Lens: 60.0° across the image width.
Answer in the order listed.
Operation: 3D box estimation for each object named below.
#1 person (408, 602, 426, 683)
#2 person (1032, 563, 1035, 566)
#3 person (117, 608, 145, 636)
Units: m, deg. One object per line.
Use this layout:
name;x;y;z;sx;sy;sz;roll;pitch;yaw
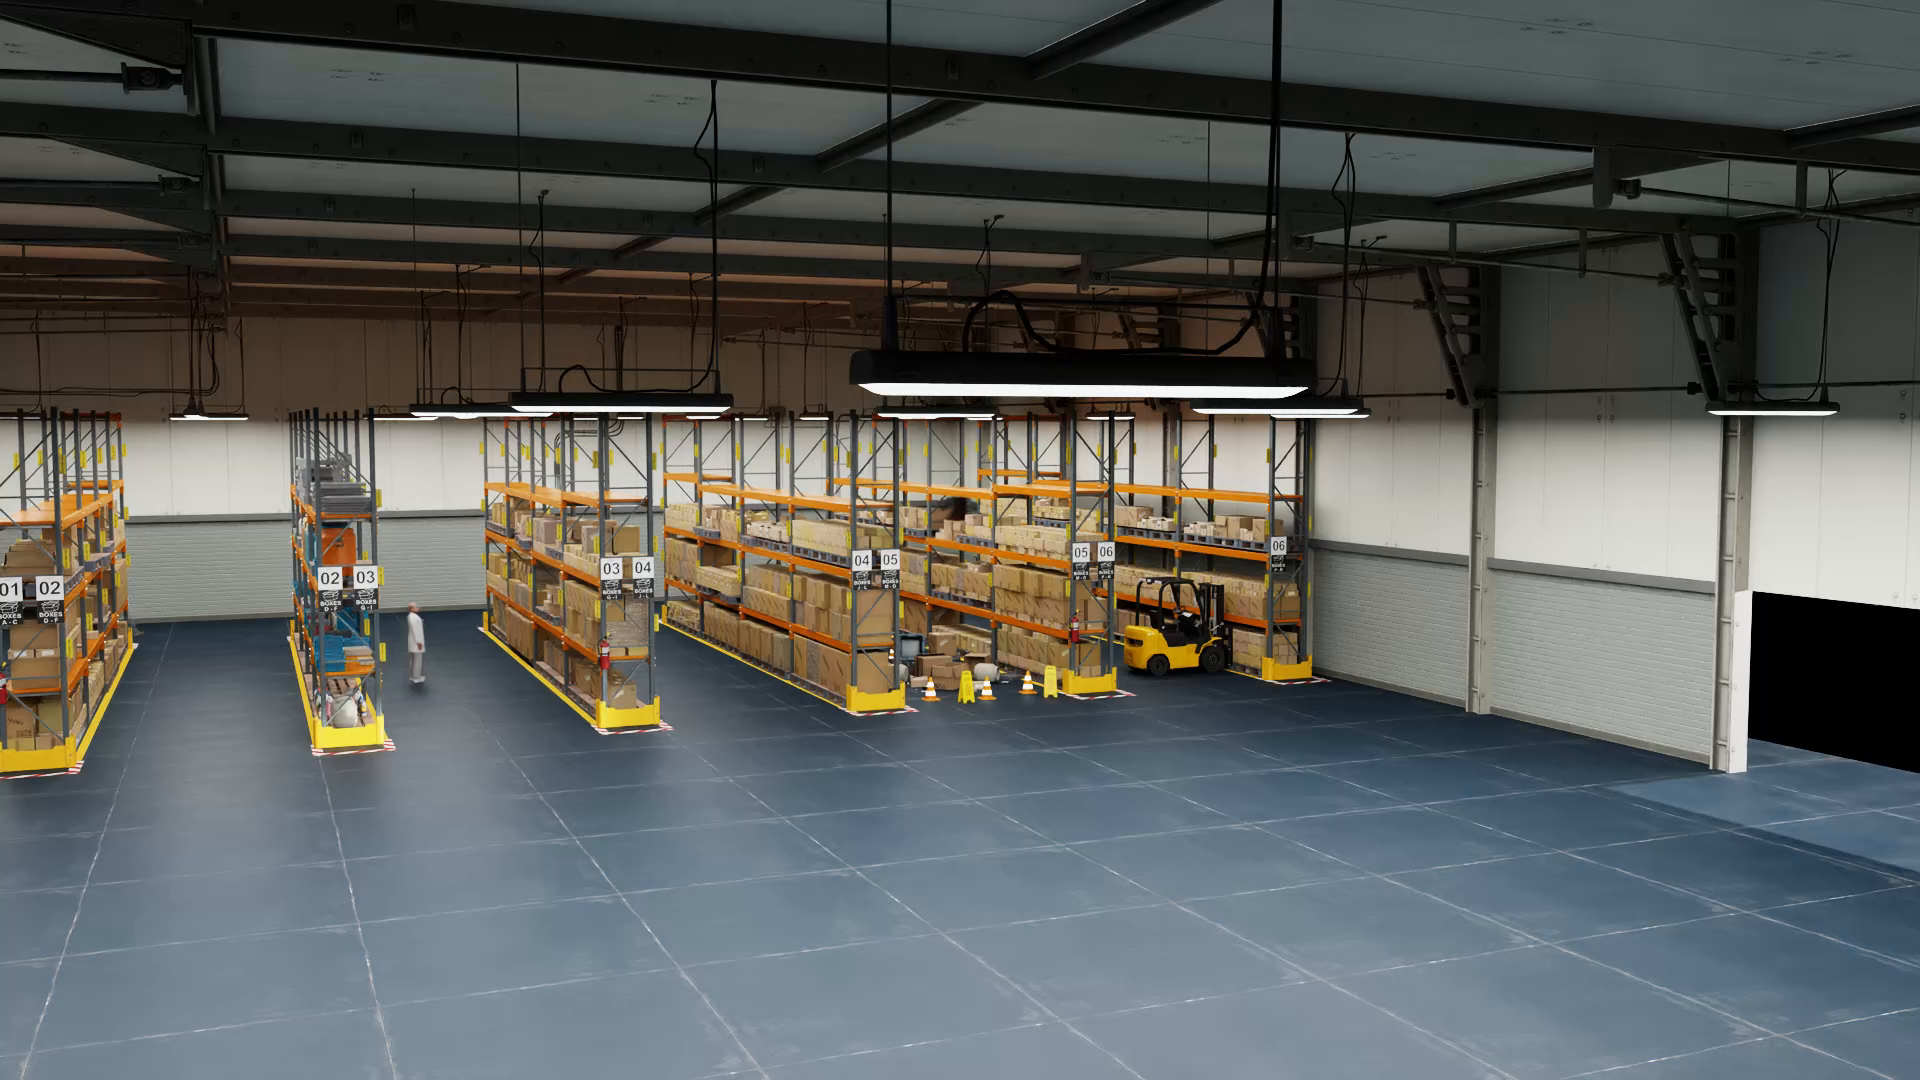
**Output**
person;-12.003;2.255;36.856;0.499;1.778;0.613;-3;5;-40
person;1.936;1.346;45.725;0.505;1.767;0.628;-1;4;-18
person;-22.380;1.786;44.462;0.992;1.600;0.496;-1;4;-16
